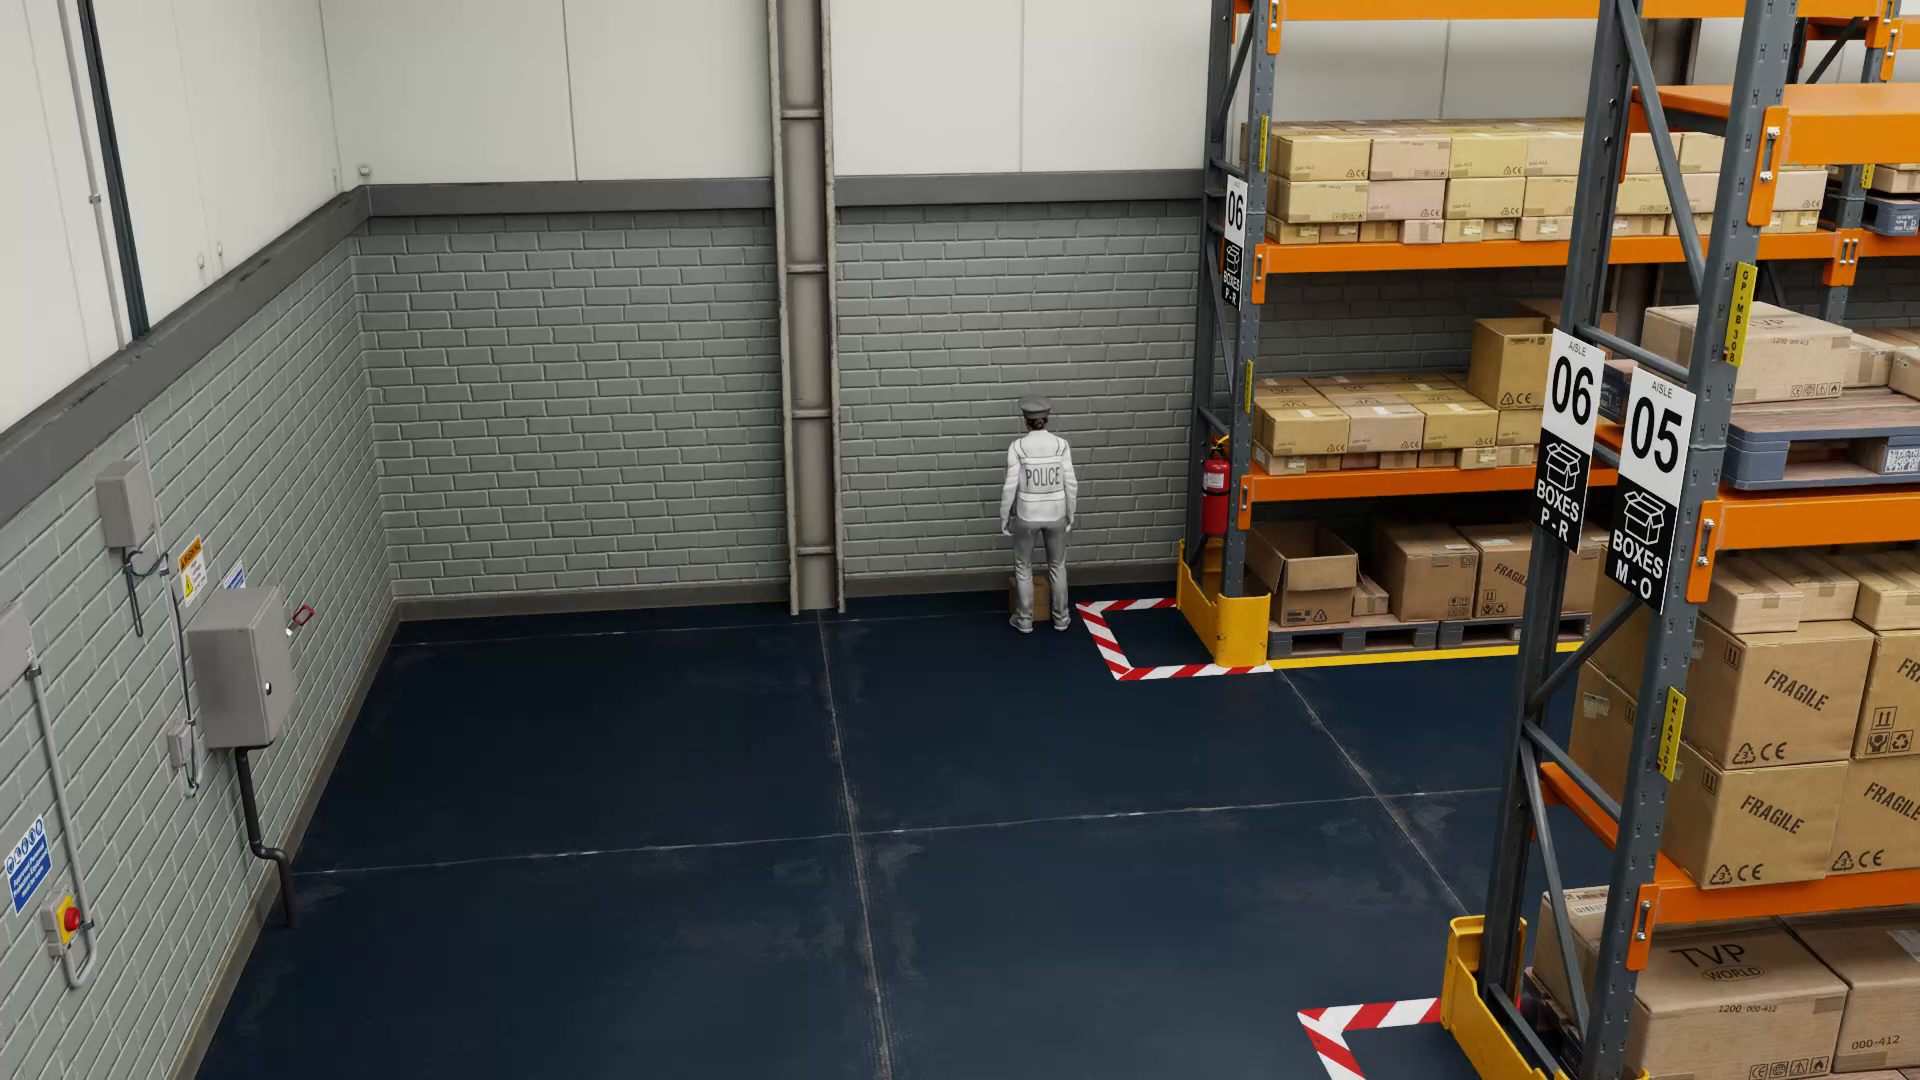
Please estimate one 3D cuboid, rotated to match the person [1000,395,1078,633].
[{"bbox_3d":[0.541,-0.160,11.506,0.538,1.663,0.378,-3,20,-9],"label":"person"}]
